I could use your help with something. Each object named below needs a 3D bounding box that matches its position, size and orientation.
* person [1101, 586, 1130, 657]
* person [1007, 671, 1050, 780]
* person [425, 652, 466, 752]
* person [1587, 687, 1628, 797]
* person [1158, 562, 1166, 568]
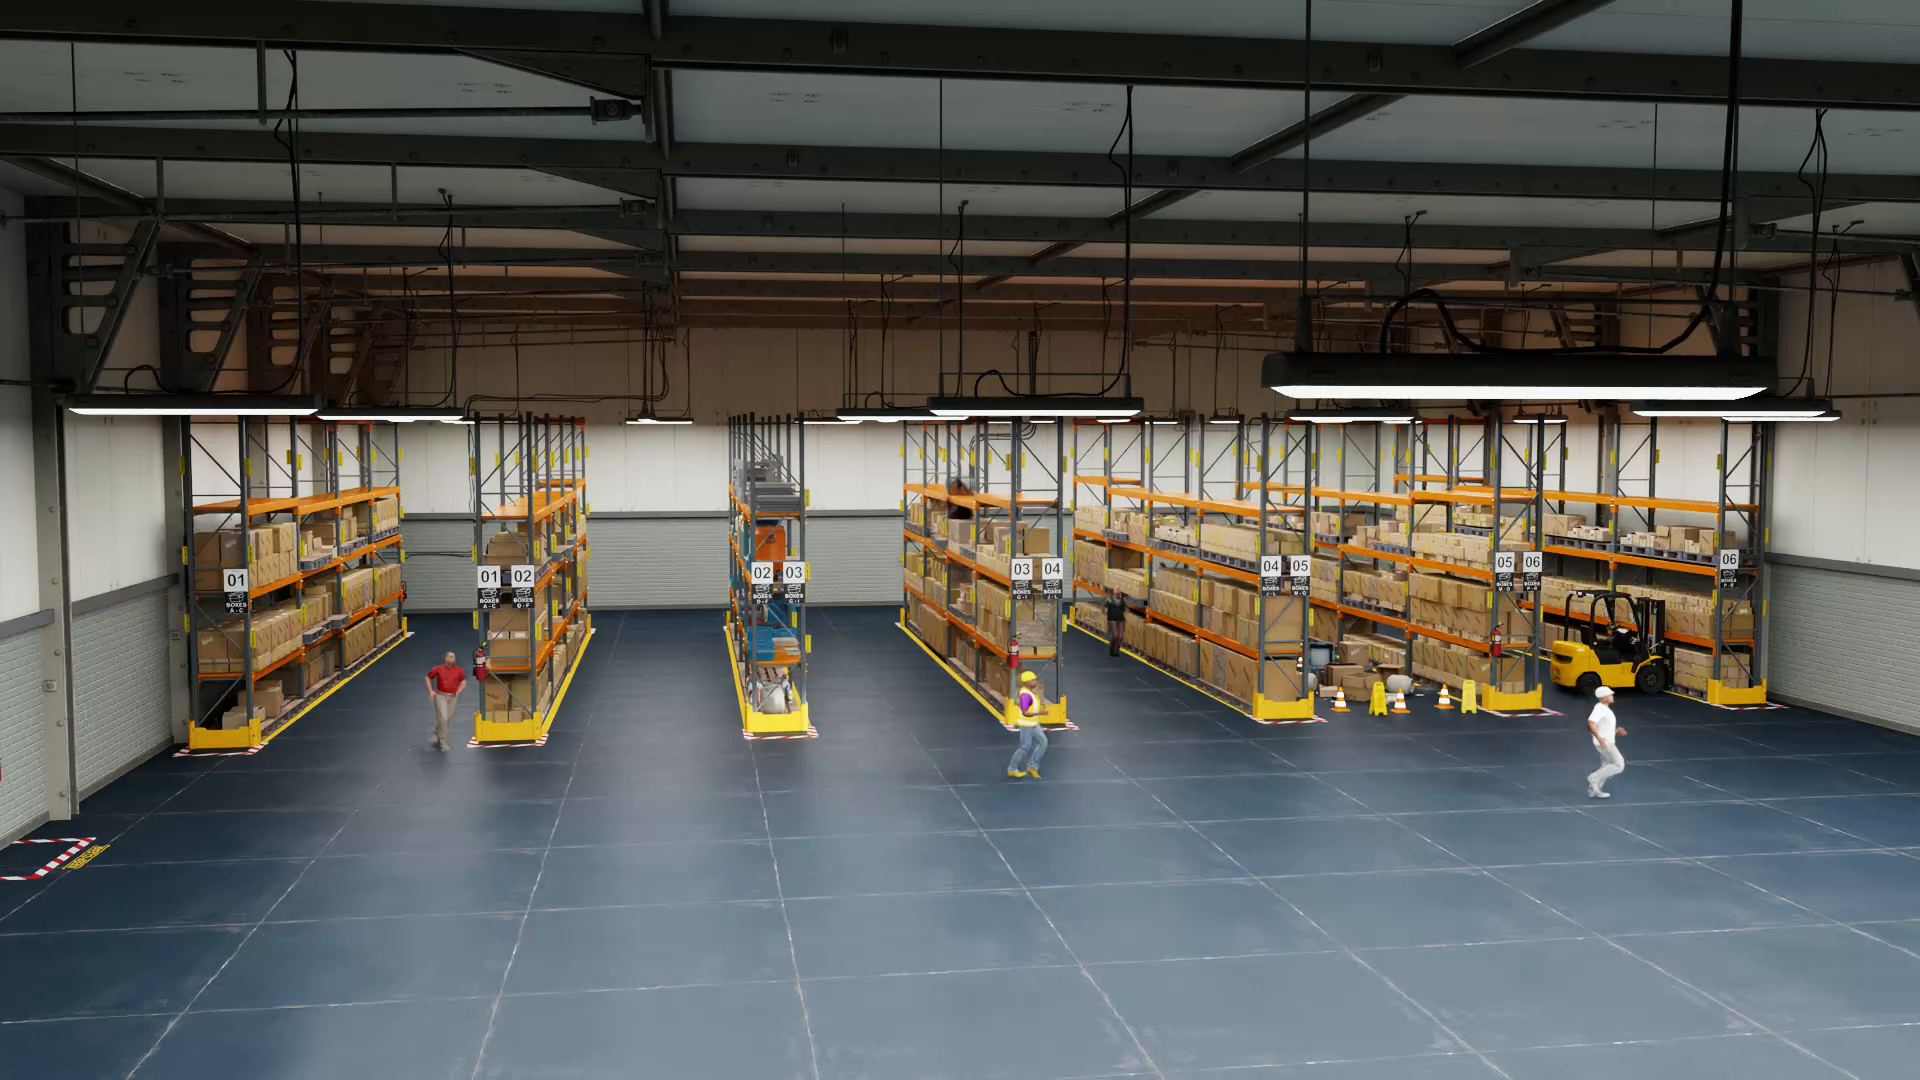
[{"bbox_3d":[3.701,1.924,39.195,0.658,1.691,0.572,-1,4,-11],"label":"person"},{"bbox_3d":[1.126,3.022,26.904,0.738,1.806,0.671,1,4,17],"label":"person"},{"bbox_3d":[-9.168,2.860,29.732,0.680,1.730,0.836,-4,5,-42],"label":"person"},{"bbox_3d":[9.967,3.116,25.600,0.583,1.718,0.695,1,4,21],"label":"person"},{"bbox_3d":[6.114,1.513,50.278,0.706,1.695,0.573,0,4,-6],"label":"person"}]
